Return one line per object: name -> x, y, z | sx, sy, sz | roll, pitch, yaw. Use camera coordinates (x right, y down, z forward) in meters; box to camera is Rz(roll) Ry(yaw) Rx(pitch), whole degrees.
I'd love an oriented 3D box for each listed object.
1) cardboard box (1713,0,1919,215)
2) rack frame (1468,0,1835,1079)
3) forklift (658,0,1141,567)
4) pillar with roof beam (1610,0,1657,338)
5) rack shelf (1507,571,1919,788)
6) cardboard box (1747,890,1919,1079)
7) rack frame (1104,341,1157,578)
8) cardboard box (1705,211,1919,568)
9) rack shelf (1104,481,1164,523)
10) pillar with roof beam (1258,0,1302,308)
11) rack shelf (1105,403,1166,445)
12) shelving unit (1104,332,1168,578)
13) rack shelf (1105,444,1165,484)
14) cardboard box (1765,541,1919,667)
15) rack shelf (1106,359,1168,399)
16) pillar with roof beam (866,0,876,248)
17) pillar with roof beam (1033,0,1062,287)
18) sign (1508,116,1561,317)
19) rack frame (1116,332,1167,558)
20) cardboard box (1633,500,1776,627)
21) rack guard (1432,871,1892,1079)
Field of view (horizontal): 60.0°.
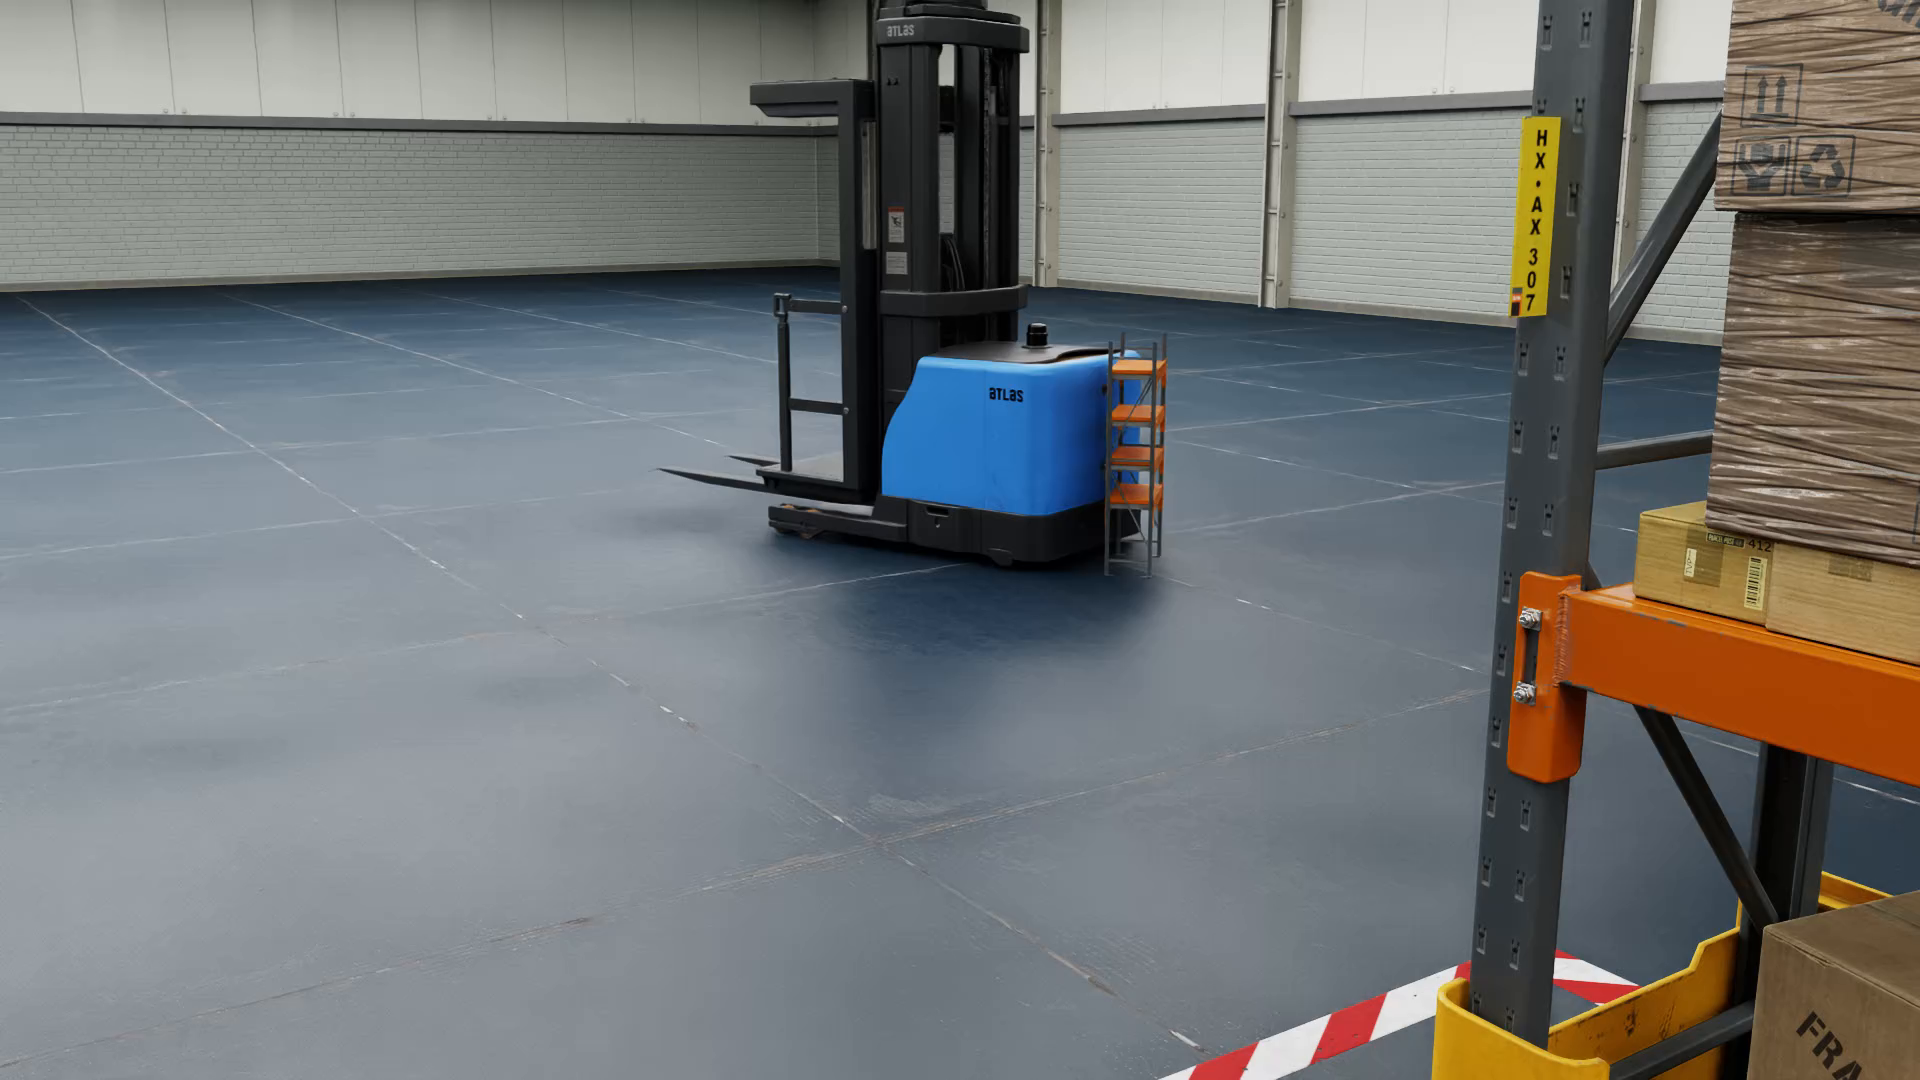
cardboard box -> 1.488, -0.730, 2.409 | 0.500, 0.500, 0.500 | -8, 15, -33
rack frame -> 1.410, -0.178, 3.153 | 1.000, 3.000, 0.127 | -8, 15, -33
forklift -> -0.477, -1.523, 9.465 | 3.031, 2.935, 1.130 | 9, 15, 36
pillar with roof beam -> 4.656, -6.470, 17.883 | 9.100, 9.000, 0.400 | -8, 15, -33
rack shelf -> 2.518, 0.529, 1.604 | 1.077, 0.370, 4.000 | -8, 15, -33
cardboard box -> 1.742, 0.951, 2.859 | 0.500, 0.500, 0.500 | -5, 13, -22
rack frame -> 0.857, -0.397, 8.370 | 0.240, 1.200, 0.015 | 3, 13, 12
cardboard box -> 1.692, -0.271, 2.649 | 0.875, 0.500, 0.500 | -8, 15, -33
rack shelf -> 0.910, -0.188, 8.659 | 0.258, 0.148, 0.480 | 3, 13, 12
pillar with roof beam -> 1.332, -7.537, 22.763 | 9.100, 9.000, 0.400 | -8, 15, -33
rack shelf -> 0.910, -0.601, 8.569 | 0.258, 0.148, 0.480 | 3, 13, 12
shelving unit -> 0.910, -0.448, 8.602 | 0.258, 1.200, 0.503 | 3, 13, 12
rack shelf -> 0.910, -0.382, 8.617 | 0.258, 0.148, 0.480 | 3, 13, 12
cardboard box -> 1.492, 0.071, 2.606 | 0.380, 0.149, 0.250 | -8, 15, -33
rack shelf -> 0.910, -0.832, 8.518 | 0.258, 0.148, 0.480 | 3, 13, 12
pillar with roof beam -> -5.317, -9.671, 32.522 | 9.100, 9.000, 0.400 | -8, 15, -33
pillar with roof beam -> -1.992, -8.604, 27.643 | 9.100, 9.000, 0.400 | -8, 15, -33
sign -> 0.958, -0.536, 2.767 | 0.100, 0.325, 0.005 | -8, 15, -33
rack frame -> 0.963, -0.499, 8.835 | 0.240, 1.200, 0.015 | 3, 13, 12
cardboard box -> 1.369, 0.024, 2.819 | 0.380, 0.149, 0.250 | -8, 15, -33
rack guard -> 1.452, 1.057, 3.359 | 1.175, 0.500, 0.348 | -8, 15, -33
